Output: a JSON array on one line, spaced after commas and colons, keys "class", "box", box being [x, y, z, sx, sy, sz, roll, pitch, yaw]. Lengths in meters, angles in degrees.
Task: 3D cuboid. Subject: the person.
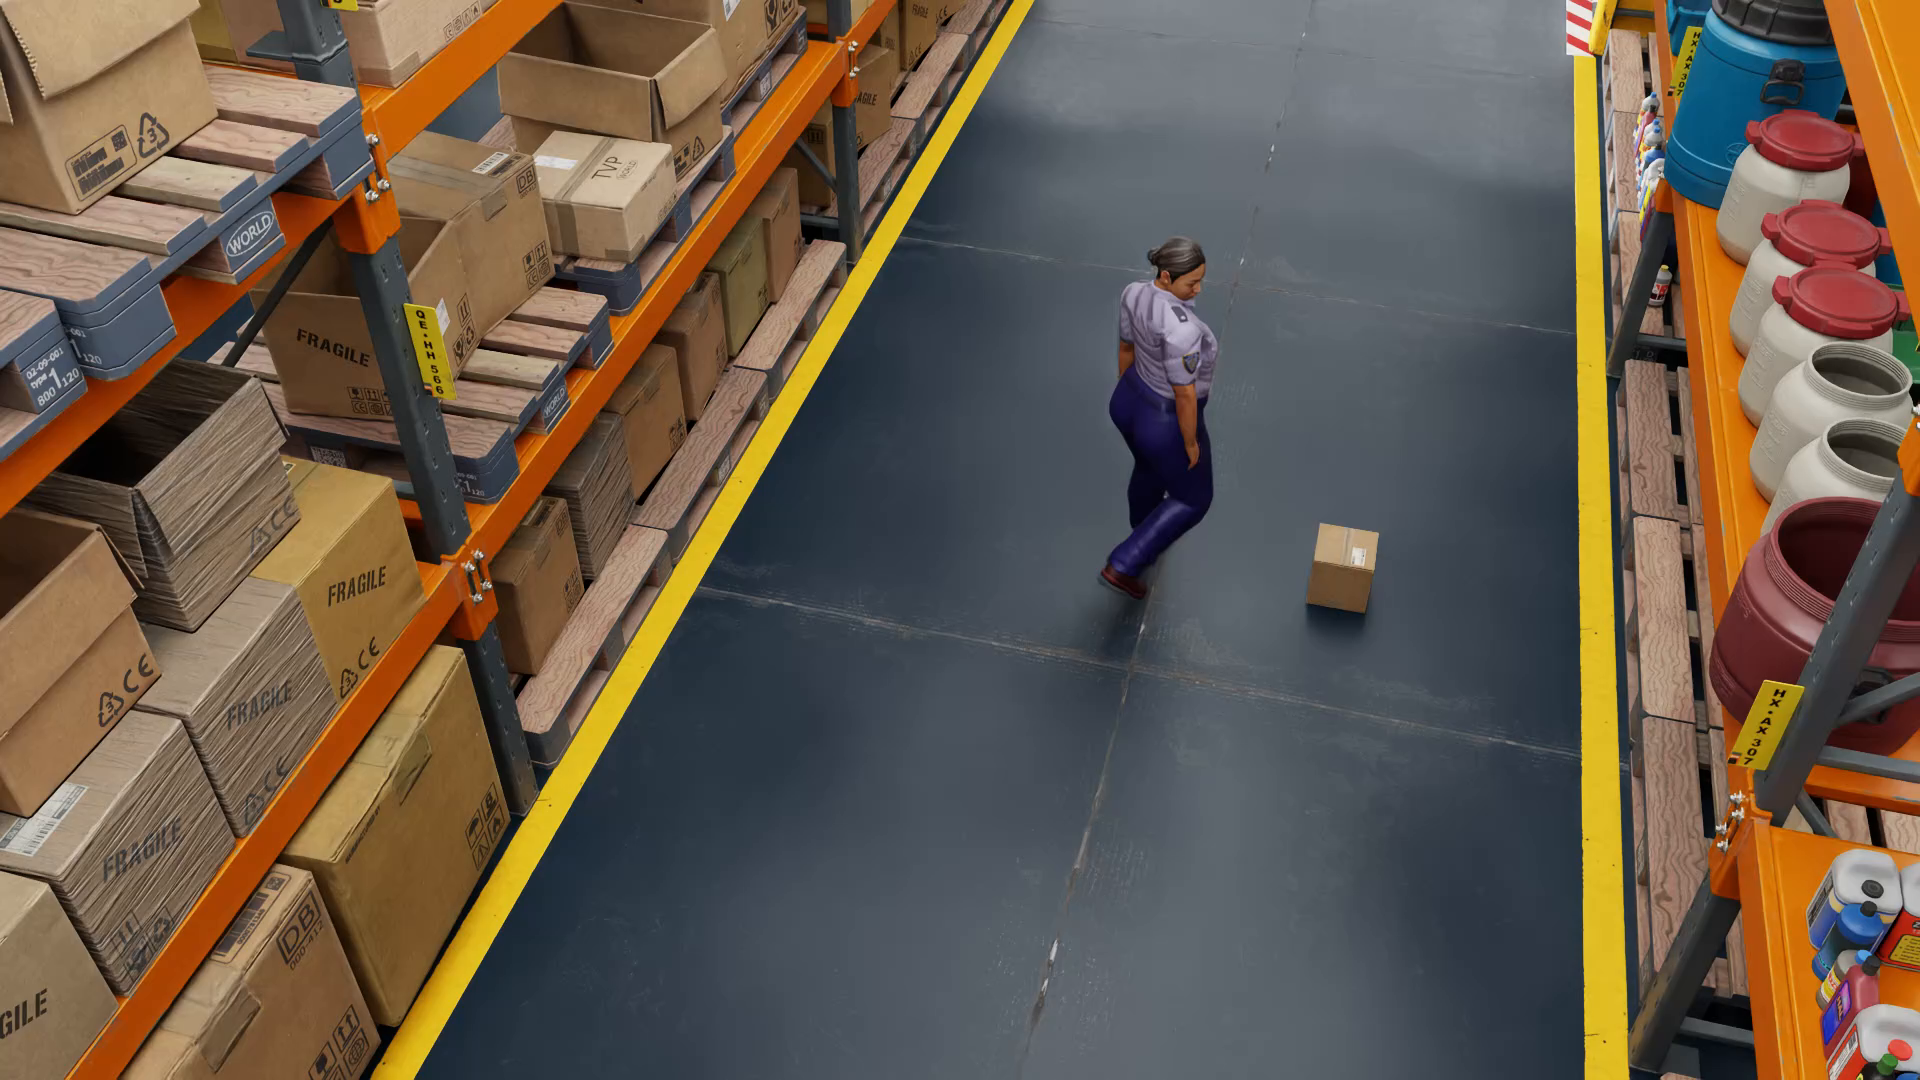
[{"class": "person", "box": [0.809, -0.500, 6.722, 0.616, 1.640, 0.517, -20, 45, -21]}]
